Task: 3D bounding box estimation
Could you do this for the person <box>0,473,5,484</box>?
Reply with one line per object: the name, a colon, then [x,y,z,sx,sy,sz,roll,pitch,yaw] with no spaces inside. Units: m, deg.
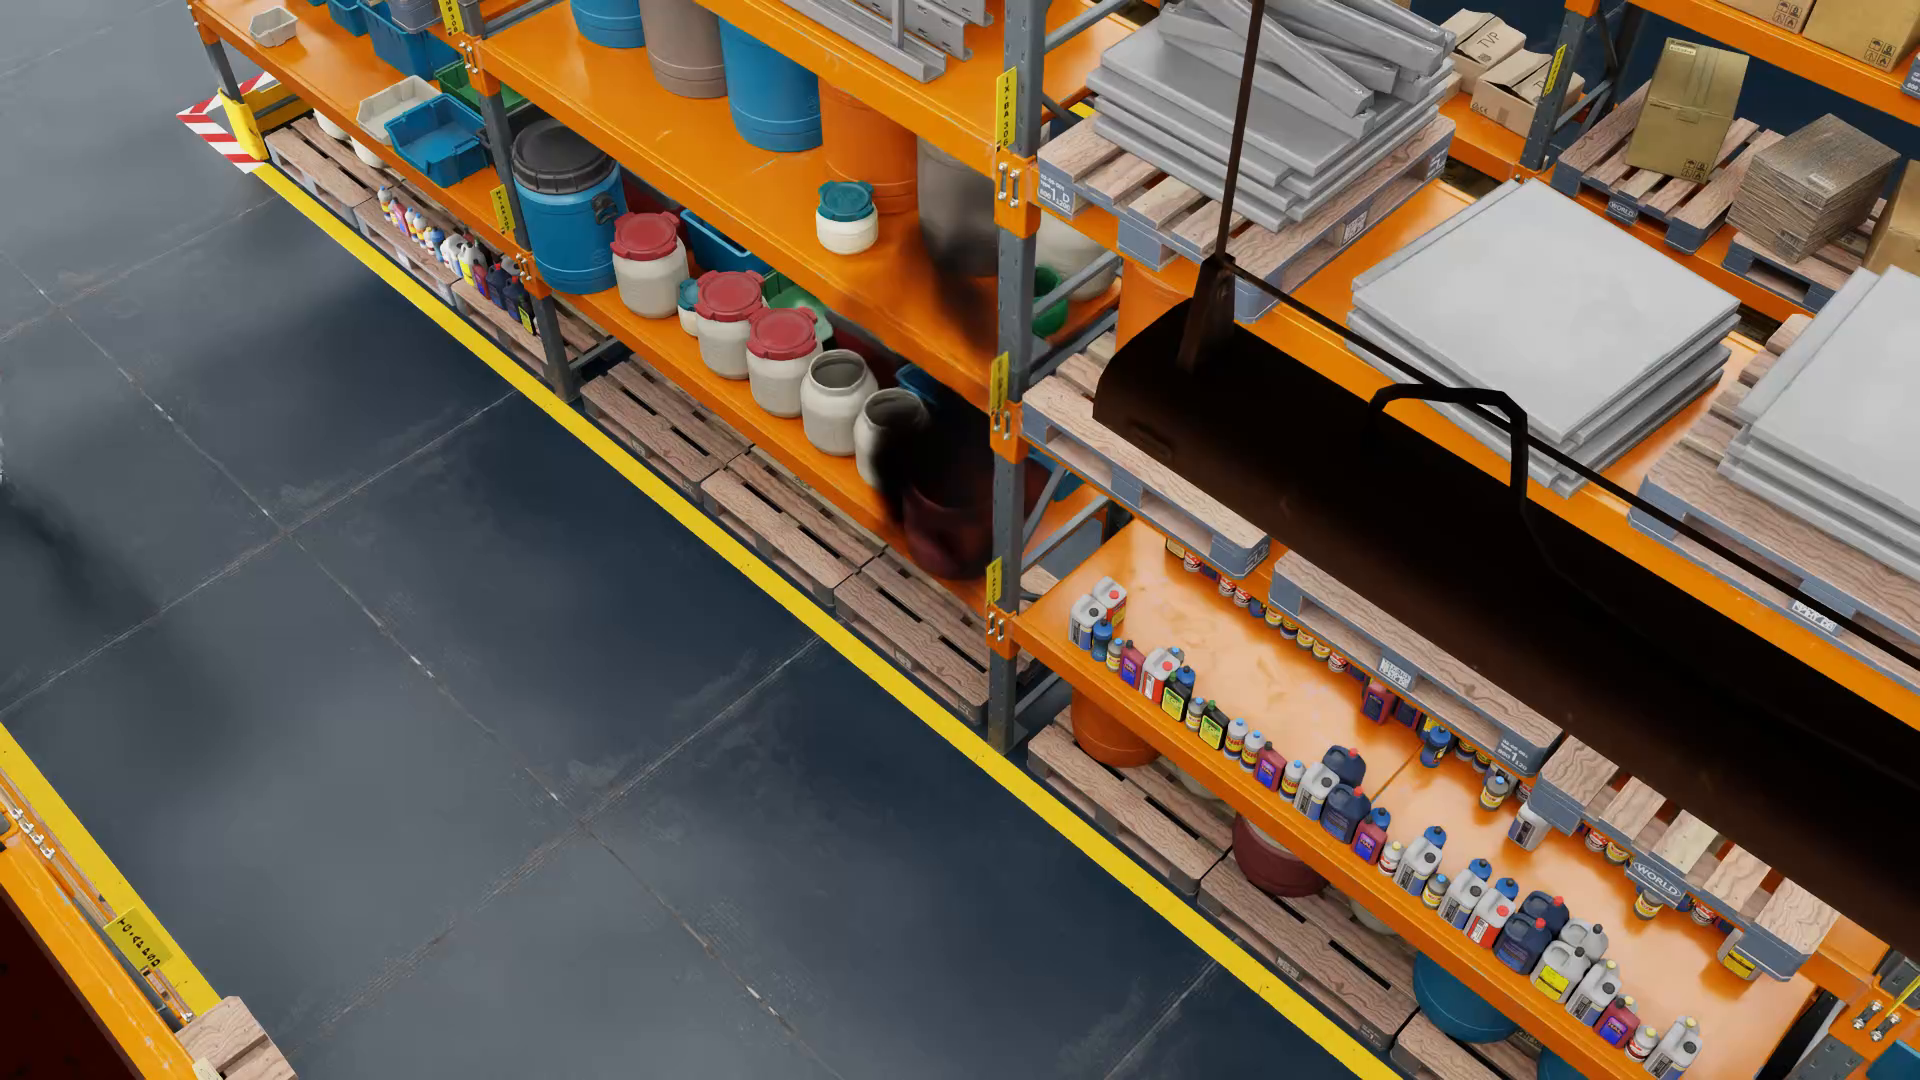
person: [-6.230,-0.953,10.051,0.864,1.777,0.655,31,57,23]
